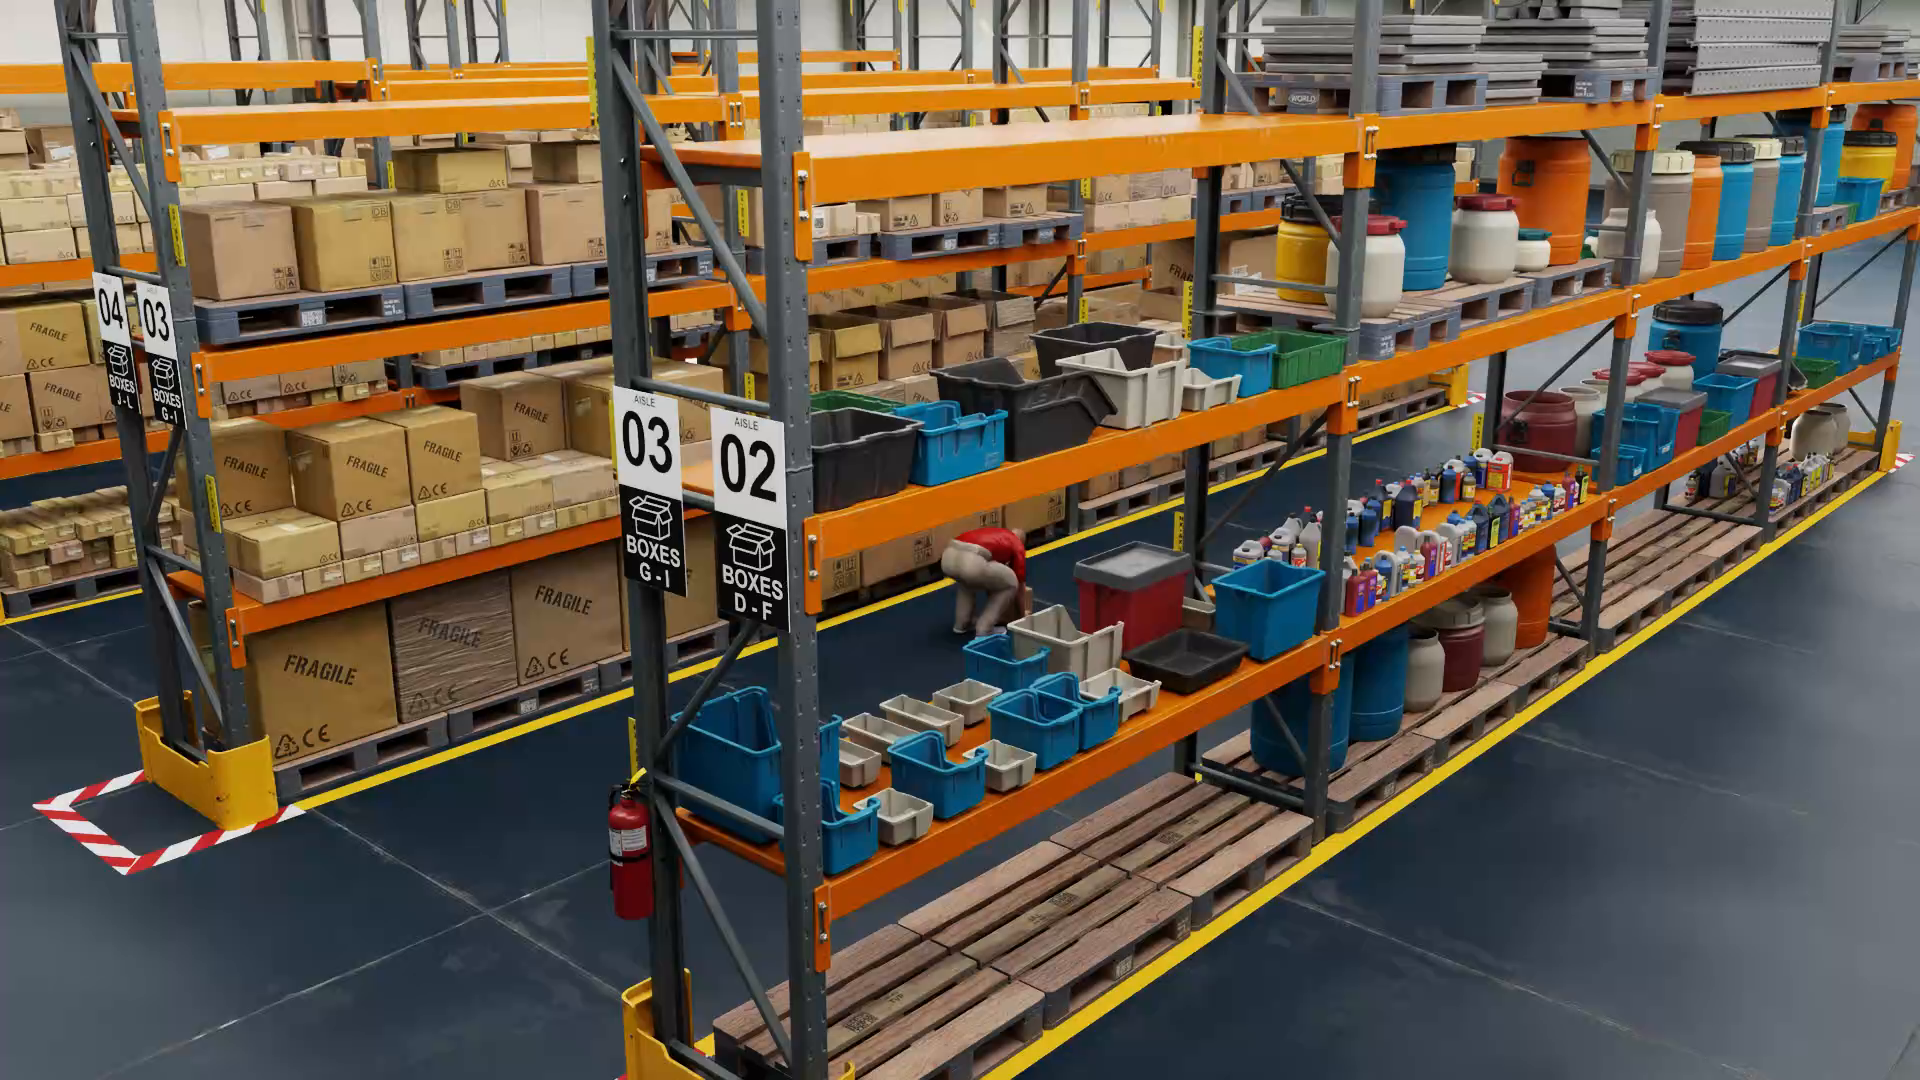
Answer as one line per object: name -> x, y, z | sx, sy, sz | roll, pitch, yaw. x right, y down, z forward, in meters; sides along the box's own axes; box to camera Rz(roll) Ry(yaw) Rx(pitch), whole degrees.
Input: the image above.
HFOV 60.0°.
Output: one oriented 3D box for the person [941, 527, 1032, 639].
person -> 0.235, 0.308, 13.110 | 0.528, 0.859, 0.956 | 12, 21, 36
